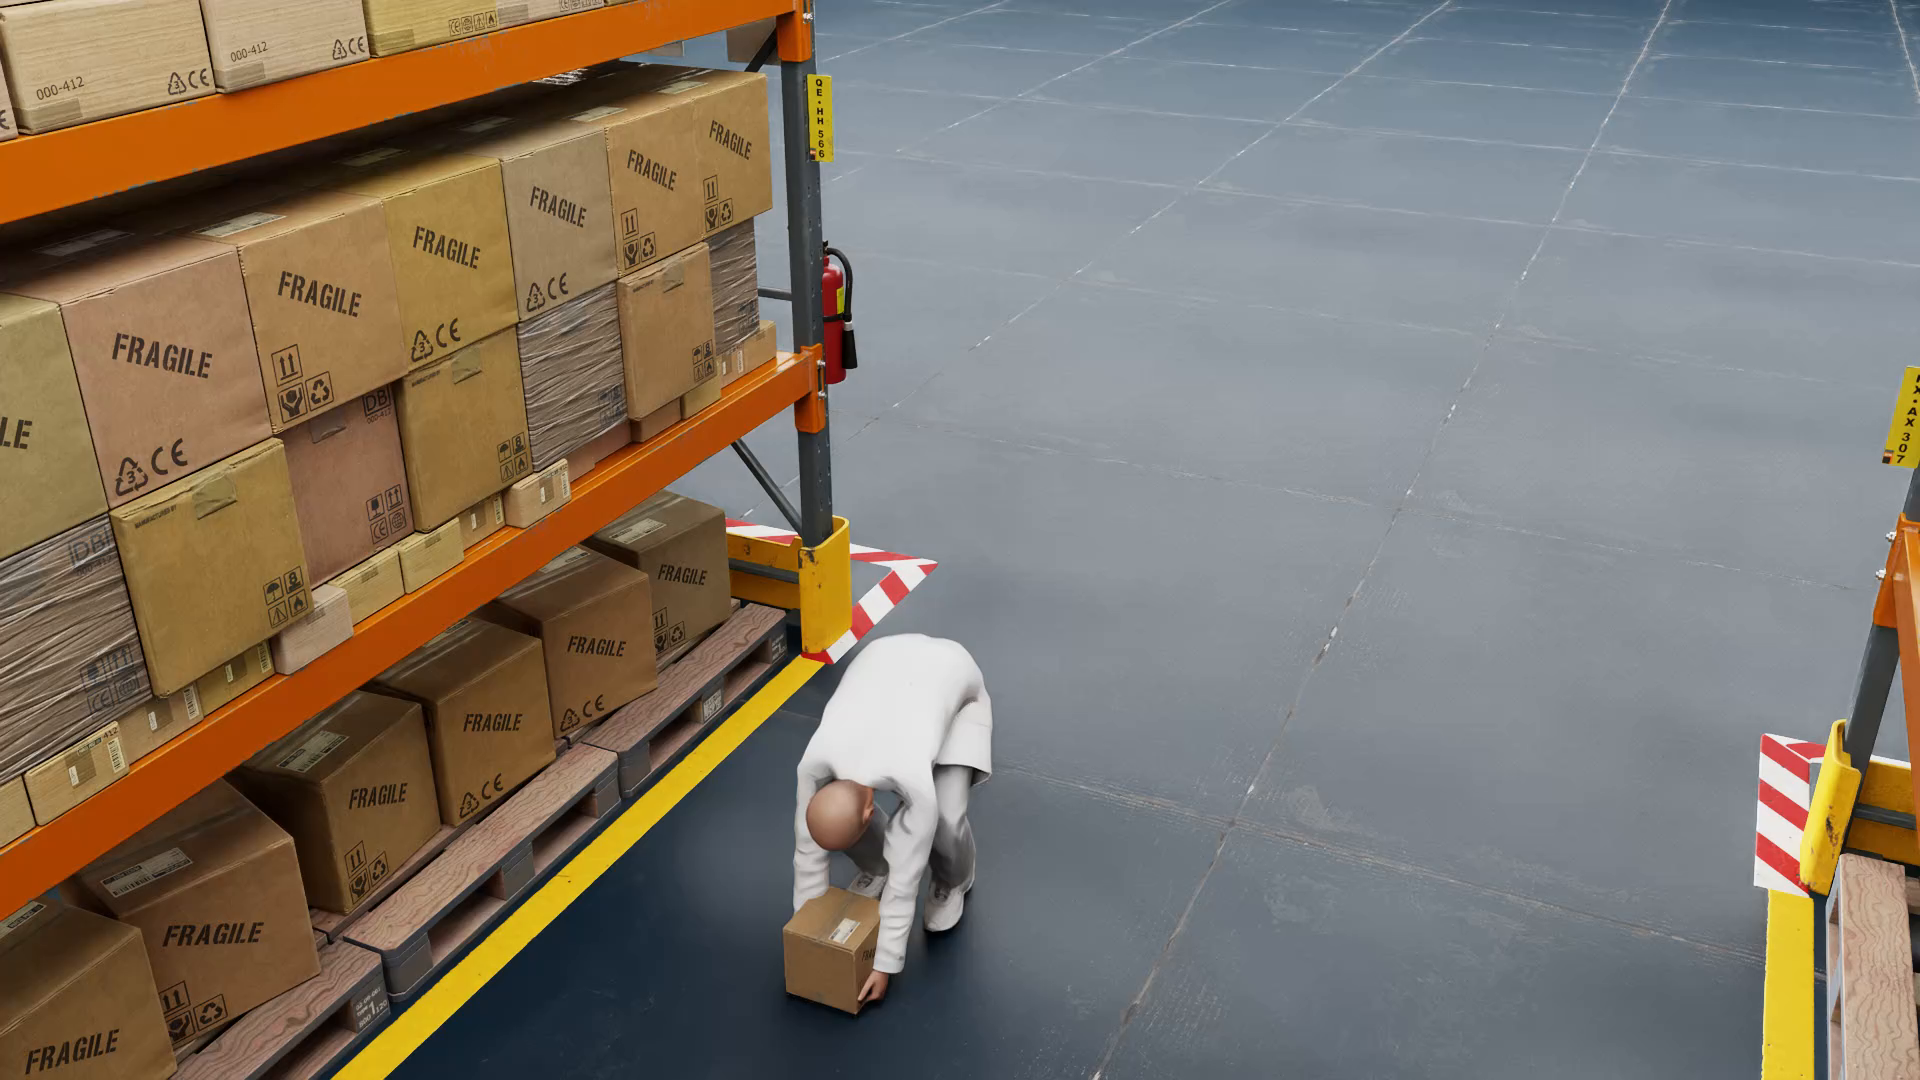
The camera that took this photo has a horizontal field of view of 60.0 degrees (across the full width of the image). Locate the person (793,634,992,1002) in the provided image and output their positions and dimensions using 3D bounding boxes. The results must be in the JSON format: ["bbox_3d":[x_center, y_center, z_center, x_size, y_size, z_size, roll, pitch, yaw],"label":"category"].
[{"bbox_3d":[-0.224,0.843,5.330,0.590,0.950,0.946,10,27,20],"label":"person"}]
